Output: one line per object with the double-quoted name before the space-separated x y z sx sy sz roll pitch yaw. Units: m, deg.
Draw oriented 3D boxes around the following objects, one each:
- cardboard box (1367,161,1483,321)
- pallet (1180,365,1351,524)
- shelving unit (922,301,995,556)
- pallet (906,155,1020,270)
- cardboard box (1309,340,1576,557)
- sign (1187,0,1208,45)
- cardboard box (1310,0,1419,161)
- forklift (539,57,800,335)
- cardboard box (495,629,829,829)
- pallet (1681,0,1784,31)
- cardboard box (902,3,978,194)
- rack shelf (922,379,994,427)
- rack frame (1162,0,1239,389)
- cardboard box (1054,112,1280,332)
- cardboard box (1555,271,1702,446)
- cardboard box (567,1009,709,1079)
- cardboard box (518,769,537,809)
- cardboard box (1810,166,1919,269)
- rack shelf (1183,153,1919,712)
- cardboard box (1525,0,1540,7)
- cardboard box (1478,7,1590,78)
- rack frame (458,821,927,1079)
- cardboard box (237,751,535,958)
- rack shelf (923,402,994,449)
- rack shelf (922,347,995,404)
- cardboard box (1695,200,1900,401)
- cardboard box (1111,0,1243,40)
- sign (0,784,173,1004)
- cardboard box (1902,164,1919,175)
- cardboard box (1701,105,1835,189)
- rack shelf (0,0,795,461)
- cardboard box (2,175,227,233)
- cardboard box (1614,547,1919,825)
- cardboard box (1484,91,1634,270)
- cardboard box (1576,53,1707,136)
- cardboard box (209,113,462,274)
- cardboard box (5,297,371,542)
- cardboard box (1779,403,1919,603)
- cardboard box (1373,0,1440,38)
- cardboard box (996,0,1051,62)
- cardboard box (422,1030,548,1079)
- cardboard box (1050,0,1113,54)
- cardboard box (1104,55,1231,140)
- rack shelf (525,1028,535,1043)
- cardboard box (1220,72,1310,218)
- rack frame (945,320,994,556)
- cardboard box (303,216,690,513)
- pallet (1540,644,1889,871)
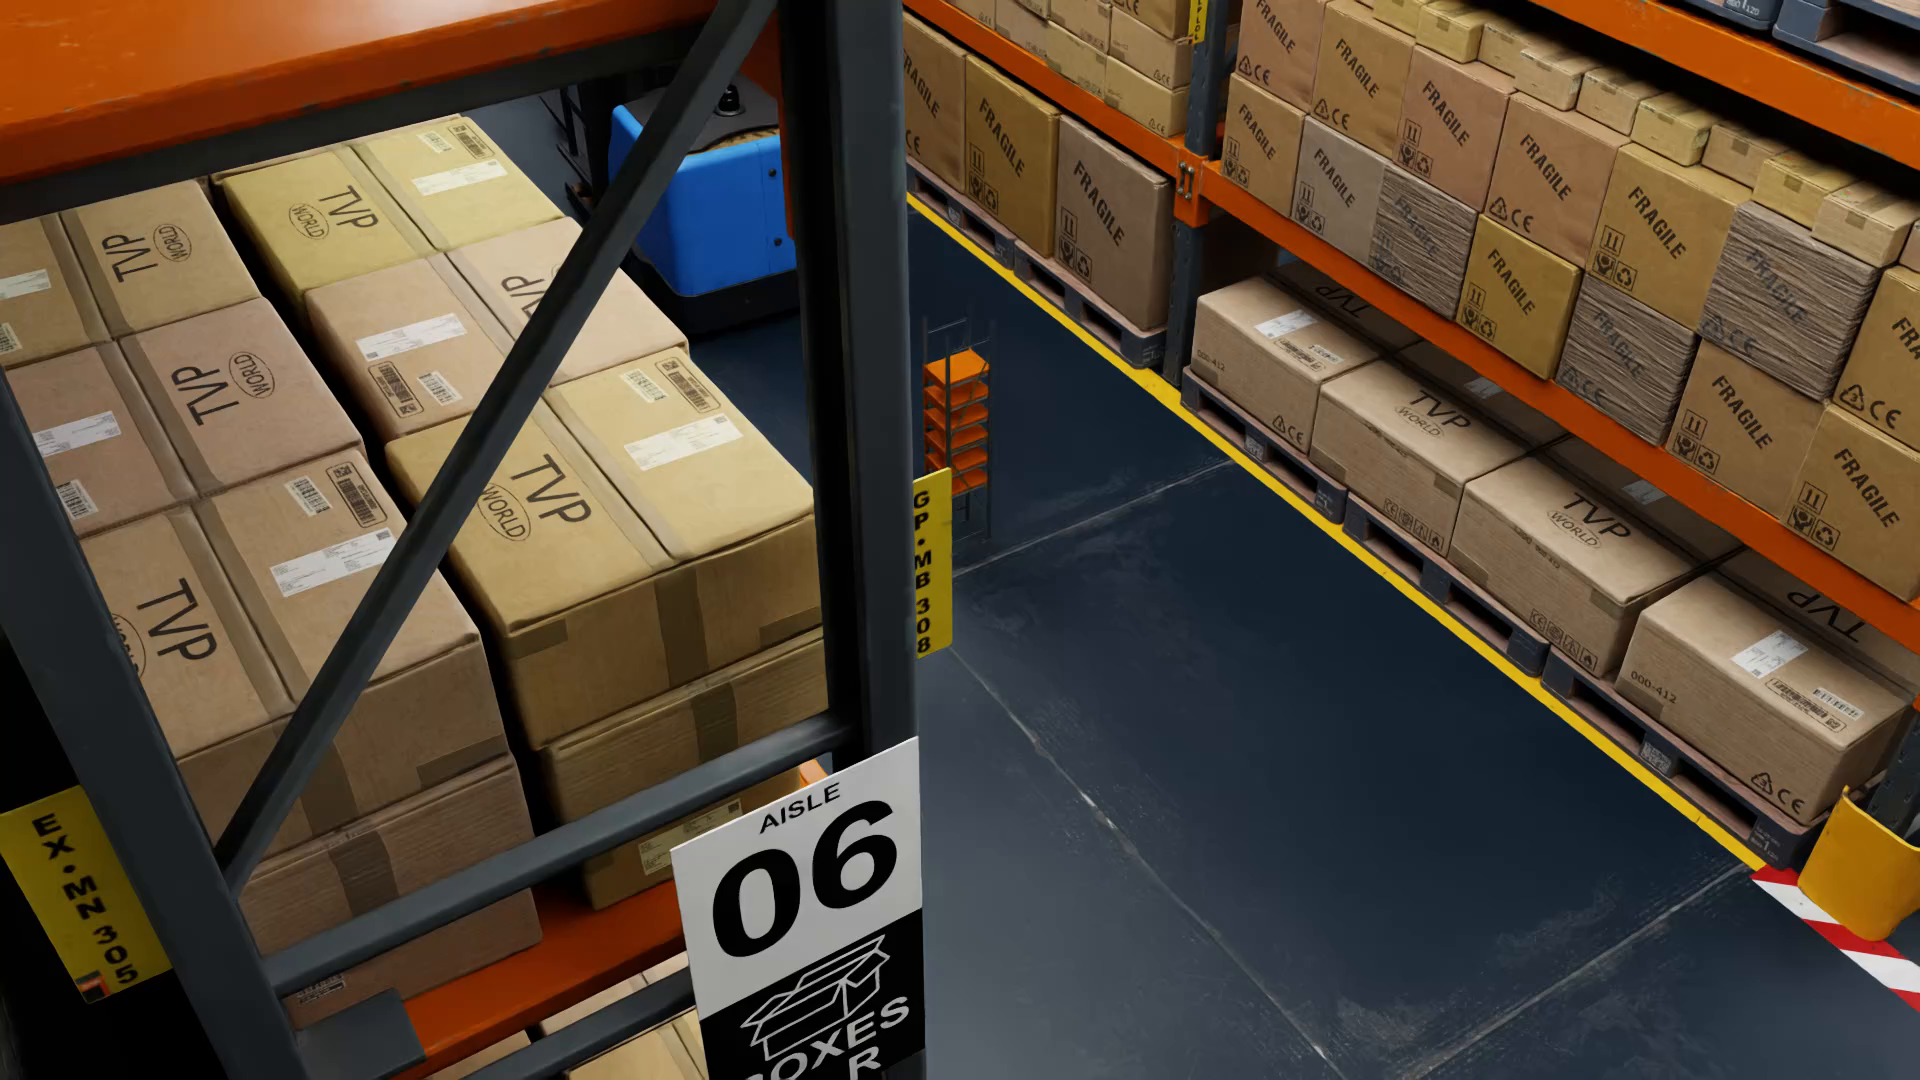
"cardboard box" 2.081 -1.302 6.891 0.500 0.500 0.500 -22 45 -24
"pallet" 1.863 -0.642 8.355 1.003 0.211 1.213 -22 45 -24
"shelving unit" -0.008 -0.469 7.375 0.258 1.200 0.189 -22 45 -24
"pallet" 0.382 -2.129 10.140 1.003 0.211 1.213 -22 45 -24
"cardboard box" 2.249 -0.469 7.643 0.875 0.438 0.875 -24 45 -26
"sign" 1.068 -2.373 7.412 0.100 0.325 0.005 -22 45 -24
"cardboard box" 1.838 -1.958 6.897 0.500 0.500 0.500 -23 45 -25
"forklift" -1.748 -3.163 9.256 1.130 2.935 3.031 -19 44 -22
"cardboard box" -0.520 0.176 2.737 0.500 0.250 0.500 -23 45 -25
"pallet" 2.603 -2.166 5.732 1.003 0.211 1.213 -22 45 -24
"cardboard box" 0.147 -2.770 10.063 0.875 0.875 0.875 -22 44 -24
"rack shelf" -0.008 -0.619 7.250 0.258 0.103 0.180 -22 45 -24
"rack frame" 1.520 -2.151 7.988 1.000 3.000 0.127 -22 45 -24
"cardboard box" 1.119 -1.803 8.902 0.875 0.875 0.875 -21 44 -23
"cardboard box" 2.646 -0.750 6.228 0.500 0.500 0.500 -21 44 -23
"cardboard box" -0.529 1.325 3.702 0.500 0.250 0.500 -22 45 -24
"cardboard box" -0.650 0.279 2.926 0.380 0.149 0.250 -21 44 -24
"cardboard box" 2.943 -1.027 5.274 0.380 0.149 0.250 -23 45 -25
"rack shelf" 2.596 -0.795 6.922 1.077 0.370 4.000 -22 45 -24
"cardboard box" 2.446 -2.195 6.675 0.380 0.149 0.250 -23 45 -25
"cardboard box" 2.200 -1.890 6.310 0.380 0.149 0.250 -22 45 -25
"rack frame" -0.512 1.719 3.344 1.000 3.000 0.127 -22 45 -24
"cardboard box" -0.981 0.364 2.512 0.500 0.250 0.500 -23 45 -25
"rack shelf" -0.008 -0.527 7.327 0.258 0.103 0.180 -22 45 -24
"rack shelf" -0.008 -0.711 7.173 0.258 0.103 0.180 -22 45 -24
"cardboard box" 2.905 -0.864 5.585 0.500 0.500 0.500 -22 45 -24
"cardboard box" 1.068 -2.728 7.821 0.500 0.500 0.500 -21 44 -23
"sign" -0.991 0.407 1.884 0.100 0.325 0.005 -22 45 -24
"cardboard box" 3.313 -1.383 5.700 0.380 0.149 0.250 -24 45 -26
"cardboard box" 2.761 -1.343 5.652 0.380 0.149 0.250 -23 45 -25
"rack shelf" -1.587 -1.388 2.950 1.077 0.370 4.000 -22 45 -24
"cardboard box" -1.798 -0.661 3.351 0.500 0.250 0.500 -22 45 -24
"cardboard box" 3.232 0.510 6.469 0.875 0.438 0.875 -24 45 -26
"cardboard box" 2.373 -1.404 6.233 0.500 0.500 0.500 -23 45 -25
"cardboard box" 2.451 -1.606 5.968 0.380 0.149 0.250 -21 44 -23
"cardboard box" -1.361 -0.827 3.550 0.500 0.250 0.500 -21 44 -23
"cardboard box" -1.266 -0.107 2.686 0.500 0.250 0.500 -24 45 -26
"cardboard box" 3.188 -0.199 5.568 0.500 0.500 0.500 -22 45 -24
"cardboard box" 1.877 -2.151 6.622 0.380 0.149 0.250 -23 45 -25
"cardboard box" 0.538 -2.802 8.887 0.500 0.250 0.500 -23 45 -25
"cardboard box" -1.259 1.227 3.819 0.500 0.250 0.500 -22 45 -24
"cardboard box" 0.803 -2.706 8.381 0.500 0.250 0.500 -21 44 -23
"cardboard box" 1.066 -2.248 8.222 0.500 0.250 0.500 -23 45 -25
"rack shelf" -1.587 0.916 4.870 1.077 0.370 4.000 -22 45 -24
"cardboard box" 1.552 -1.846 7.543 0.500 0.500 0.500 -21 44 -23
"rack frame" 0.041 -0.419 7.316 0.240 1.200 0.006 -22 45 -24
"cardboard box" -0.797 -0.289 2.905 0.500 0.250 0.500 -23 45 -25
"pallet" 3.175 0.675 6.775 1.003 0.211 1.213 -22 45 -24
